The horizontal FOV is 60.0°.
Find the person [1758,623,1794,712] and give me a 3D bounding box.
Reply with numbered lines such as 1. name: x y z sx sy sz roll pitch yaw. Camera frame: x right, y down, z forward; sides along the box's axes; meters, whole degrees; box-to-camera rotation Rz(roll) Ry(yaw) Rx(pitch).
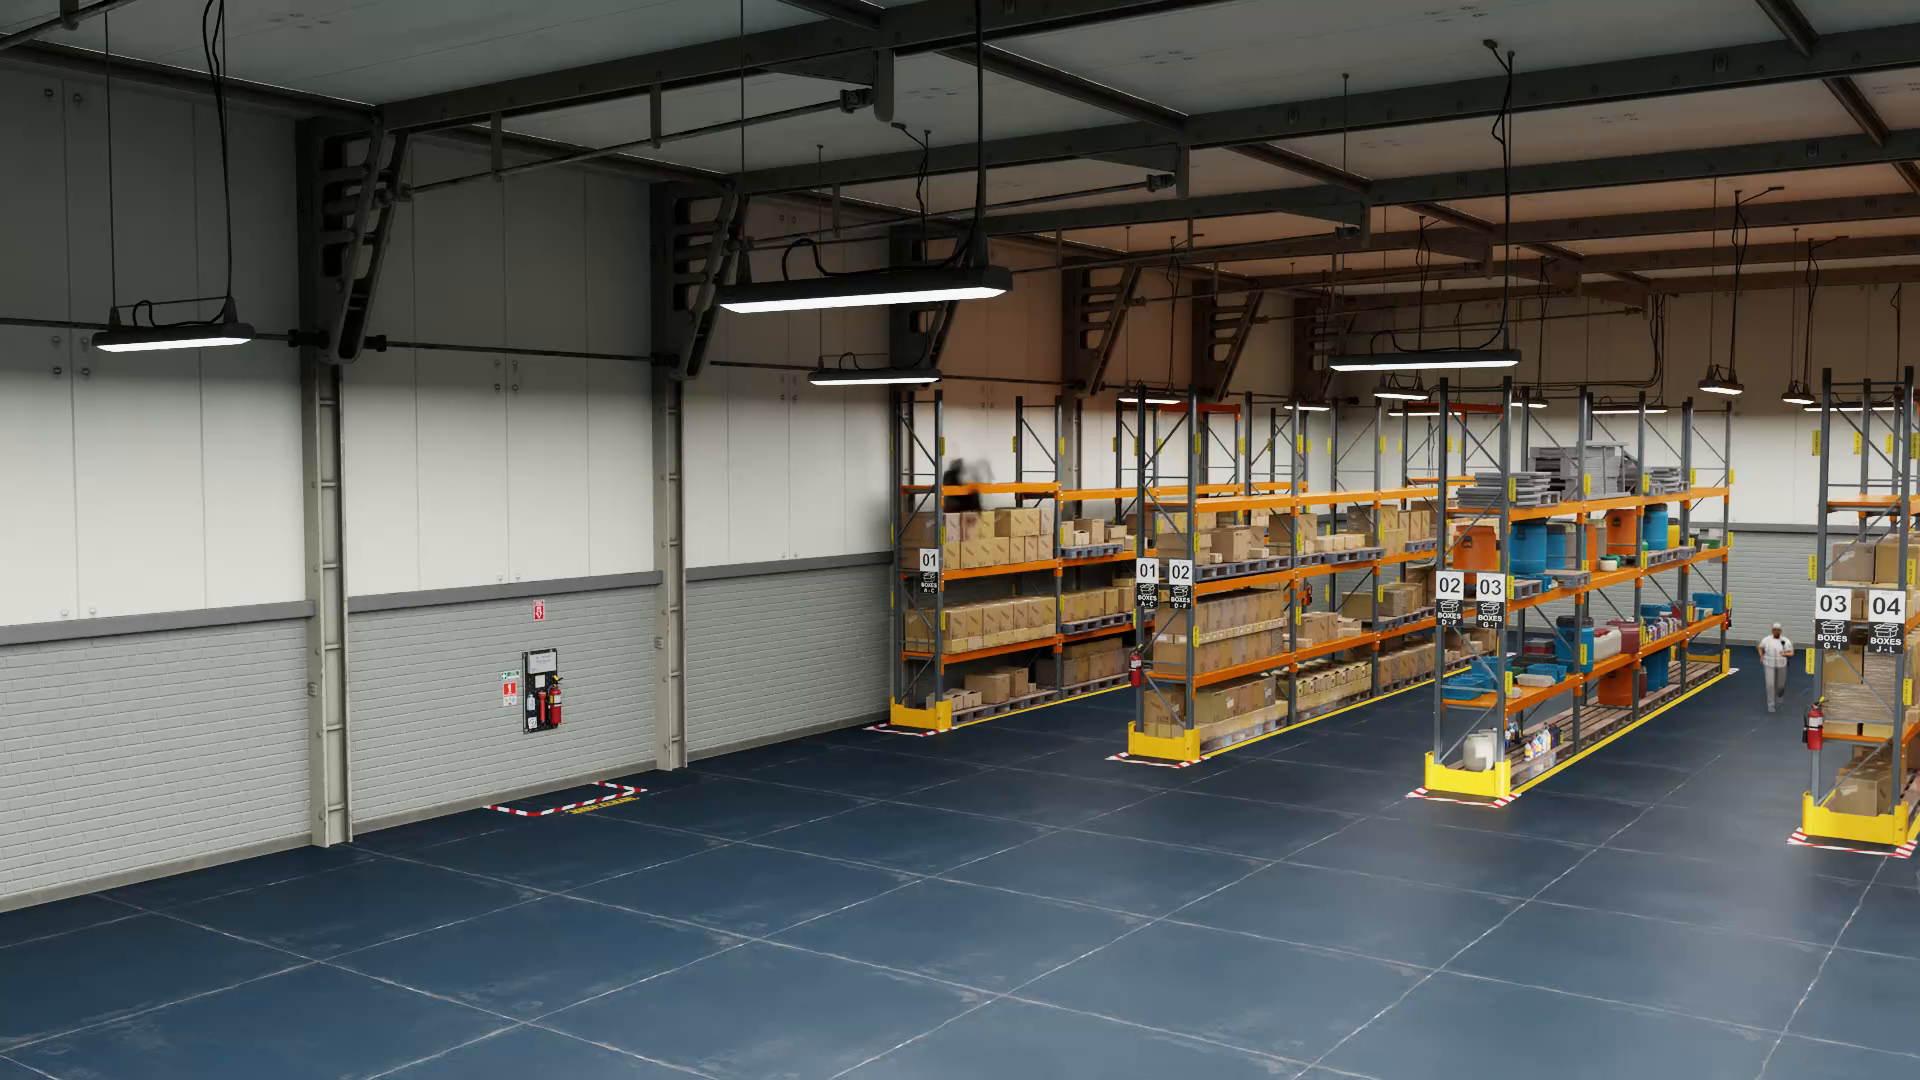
1. person: 15.423 2.395 31.450 0.614 1.643 0.899 1 4 24
